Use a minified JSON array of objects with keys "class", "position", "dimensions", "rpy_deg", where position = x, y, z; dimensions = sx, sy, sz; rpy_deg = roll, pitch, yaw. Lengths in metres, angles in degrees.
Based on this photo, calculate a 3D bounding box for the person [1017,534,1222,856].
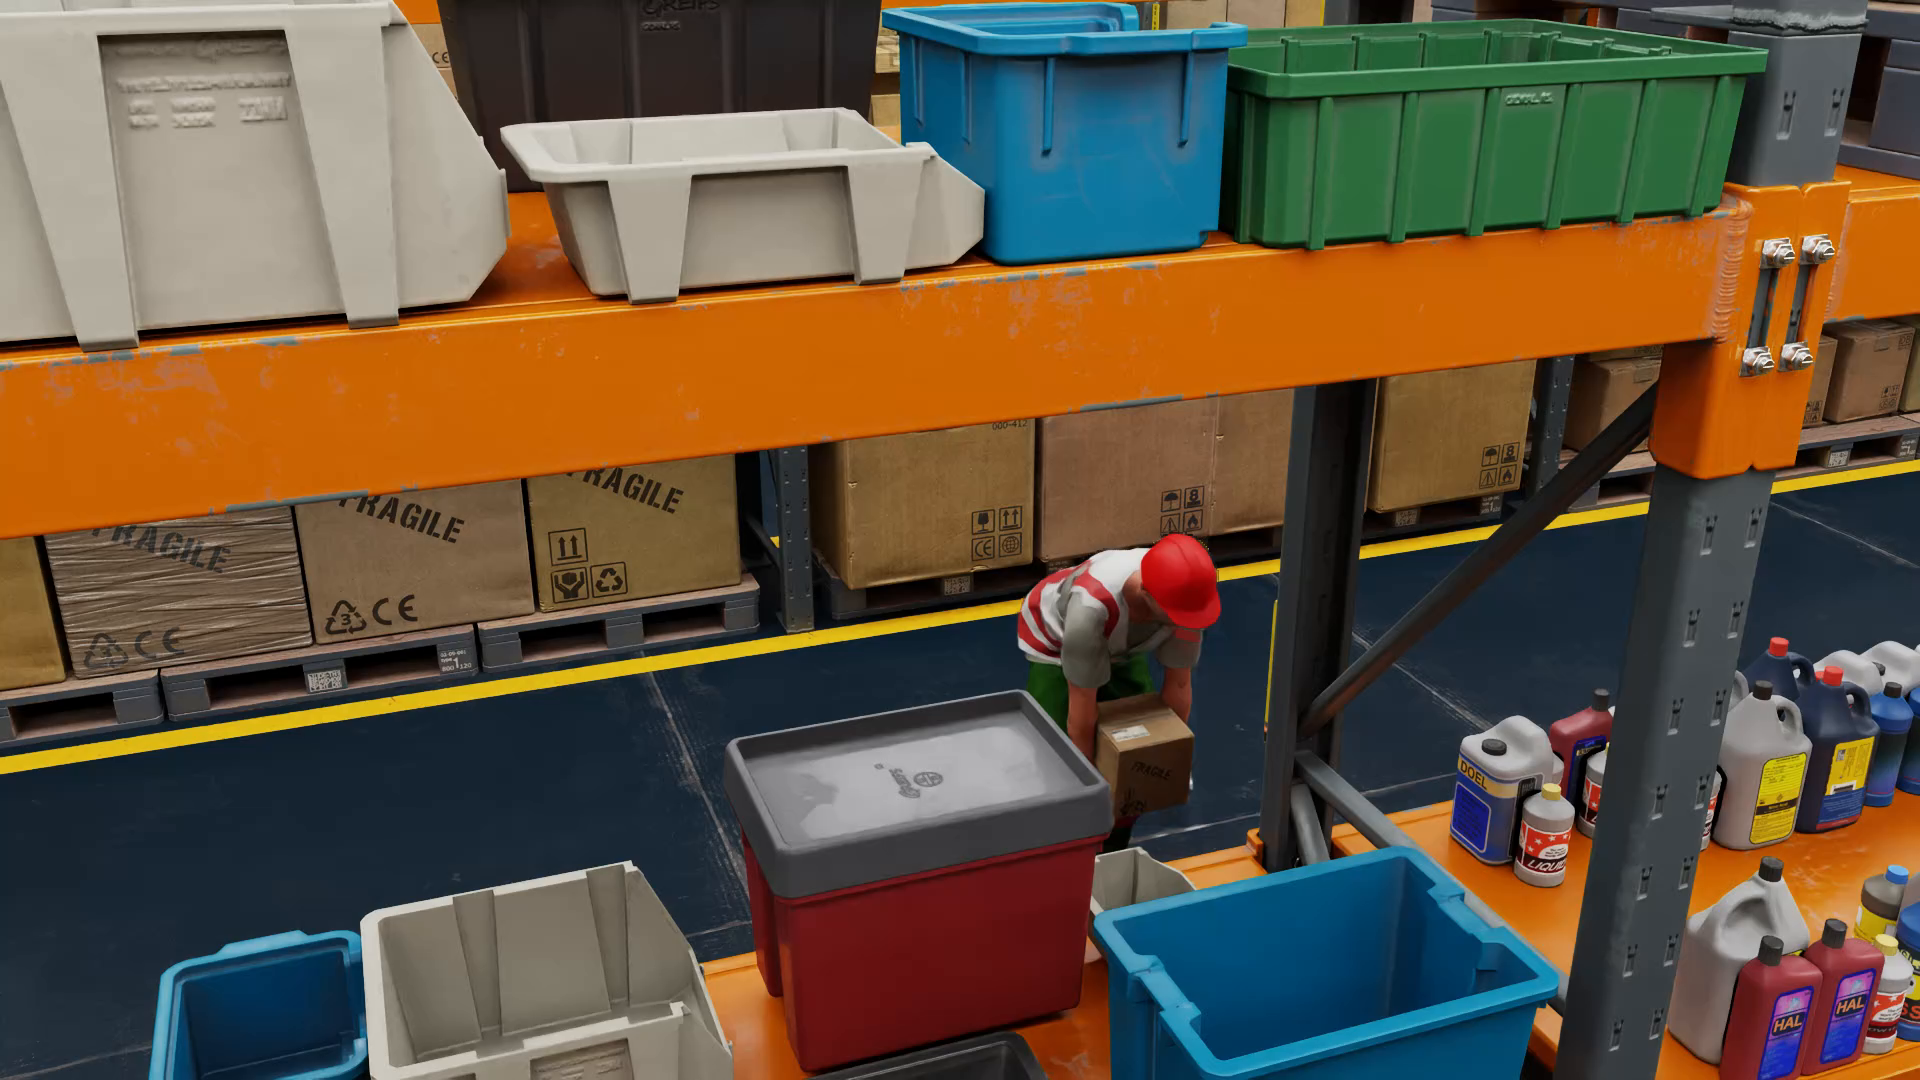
[{"class":"person","position":[0.484,0.567,5.092],"dimensions":[0.484,1.472,0.858],"rpy_deg":[-9,24,-20]}]
